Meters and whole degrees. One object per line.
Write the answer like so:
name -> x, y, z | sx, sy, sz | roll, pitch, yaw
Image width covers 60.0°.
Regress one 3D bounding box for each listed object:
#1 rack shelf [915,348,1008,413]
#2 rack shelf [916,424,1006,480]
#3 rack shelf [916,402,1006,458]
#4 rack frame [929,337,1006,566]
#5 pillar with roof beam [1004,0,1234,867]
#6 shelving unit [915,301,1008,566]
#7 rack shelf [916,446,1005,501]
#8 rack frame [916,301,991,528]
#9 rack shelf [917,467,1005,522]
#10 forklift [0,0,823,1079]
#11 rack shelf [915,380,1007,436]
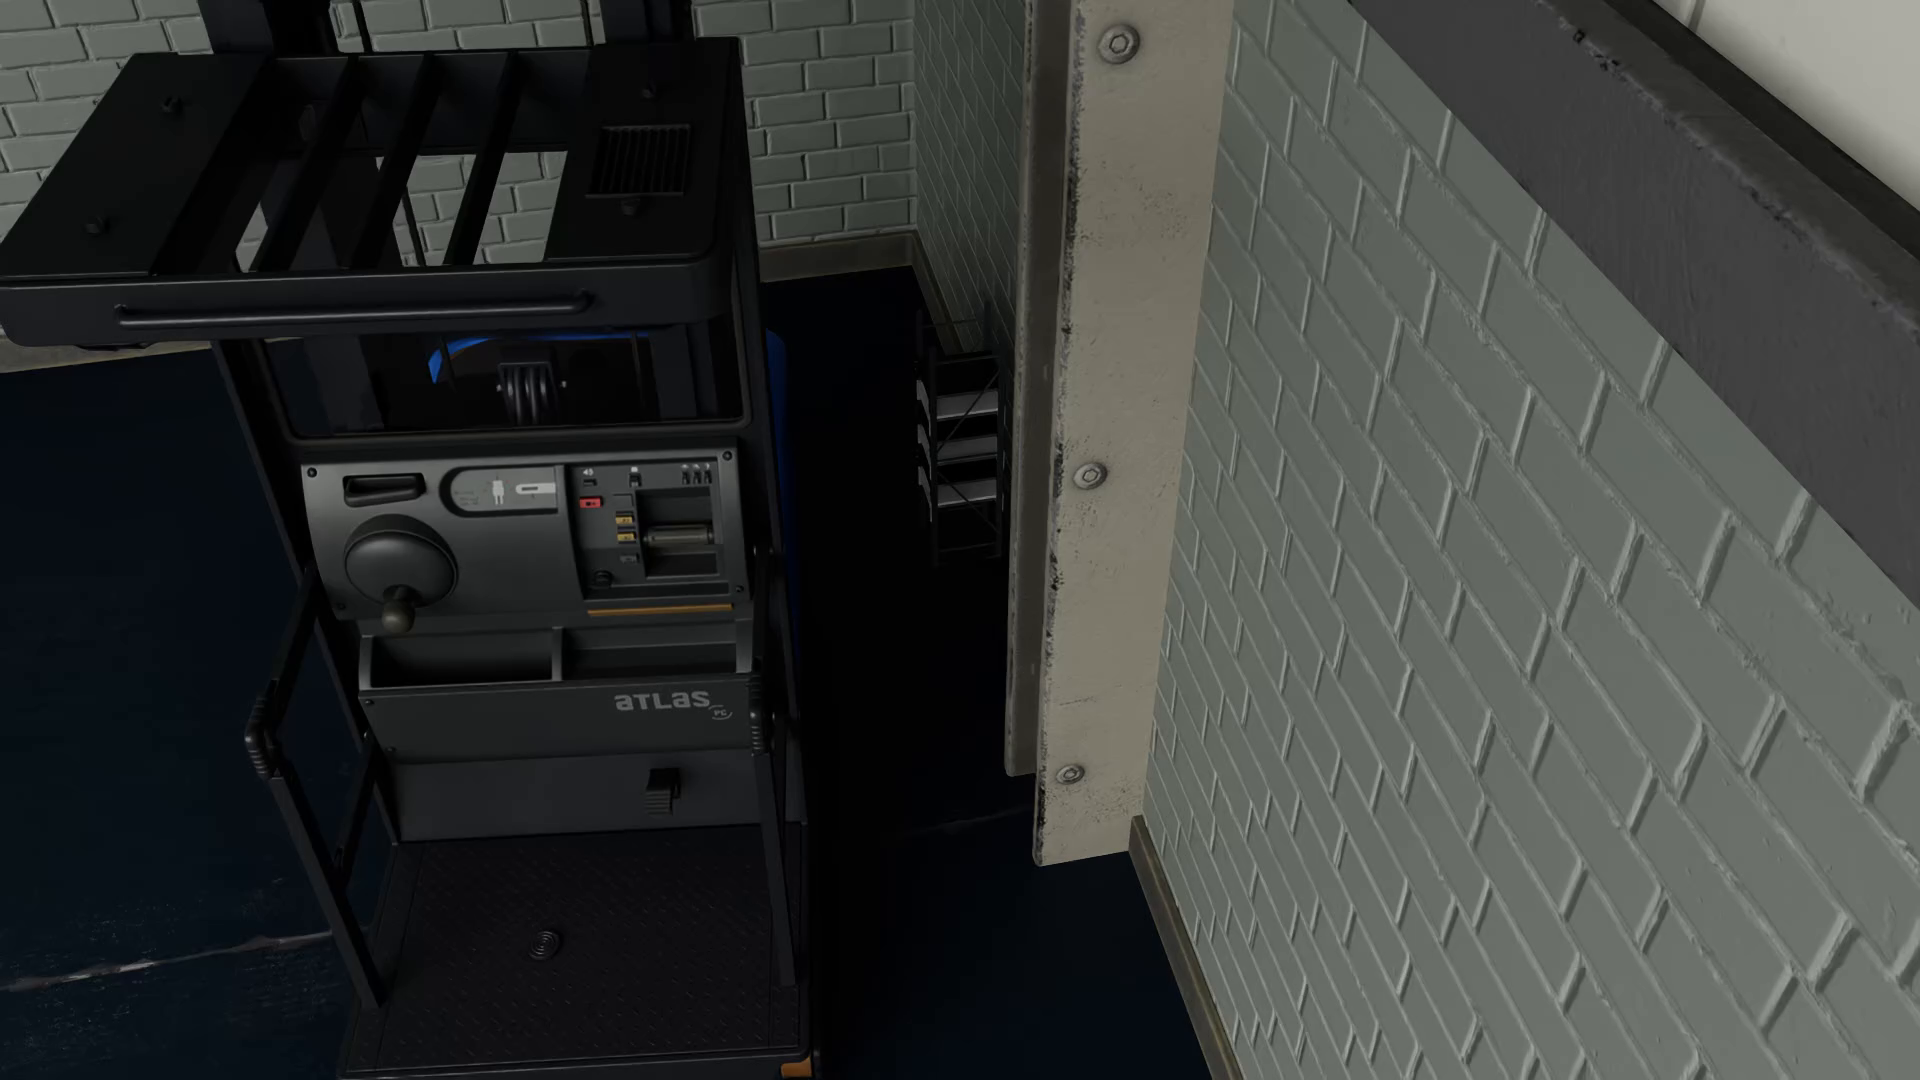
rack shelf -> 0.002, -0.508, 5.288 | 0.258, 0.077, 0.200 | -8, 42, -9
rack shelf -> 0.002, -0.306, 5.467 | 0.258, 0.077, 0.200 | -8, 42, -9
rack shelf -> 0.002, -0.374, 5.408 | 0.258, 0.077, 0.200 | -8, 42, -9
rack frame -> 0.024, -0.265, 5.371 | 0.240, 0.900, 0.006 | -8, 42, -9
pillar with roof beam -> -3.880, -1.974, 1.195 | 9.100, 9.000, 0.400 | -8, 42, -9
shelving unit -> 0.002, -0.331, 5.445 | 0.258, 0.900, 0.210 | -8, 42, -9
rack shelf -> 0.002, -0.239, 5.527 | 0.258, 0.077, 0.200 | -8, 42, -9
rack frame -> -0.020, -0.397, 5.520 | 0.240, 0.900, 0.006 | -8, 42, -9
rack shelf -> 0.002, -0.172, 5.587 | 0.258, 0.077, 0.200 | -8, 42, -9
forklift -> -0.924, 0.073, 3.460 | 1.130, 2.935, 3.031 | -2, 42, -3
rack shelf -> 0.002, -0.441, 5.348 | 0.258, 0.077, 0.200 | -8, 42, -9
